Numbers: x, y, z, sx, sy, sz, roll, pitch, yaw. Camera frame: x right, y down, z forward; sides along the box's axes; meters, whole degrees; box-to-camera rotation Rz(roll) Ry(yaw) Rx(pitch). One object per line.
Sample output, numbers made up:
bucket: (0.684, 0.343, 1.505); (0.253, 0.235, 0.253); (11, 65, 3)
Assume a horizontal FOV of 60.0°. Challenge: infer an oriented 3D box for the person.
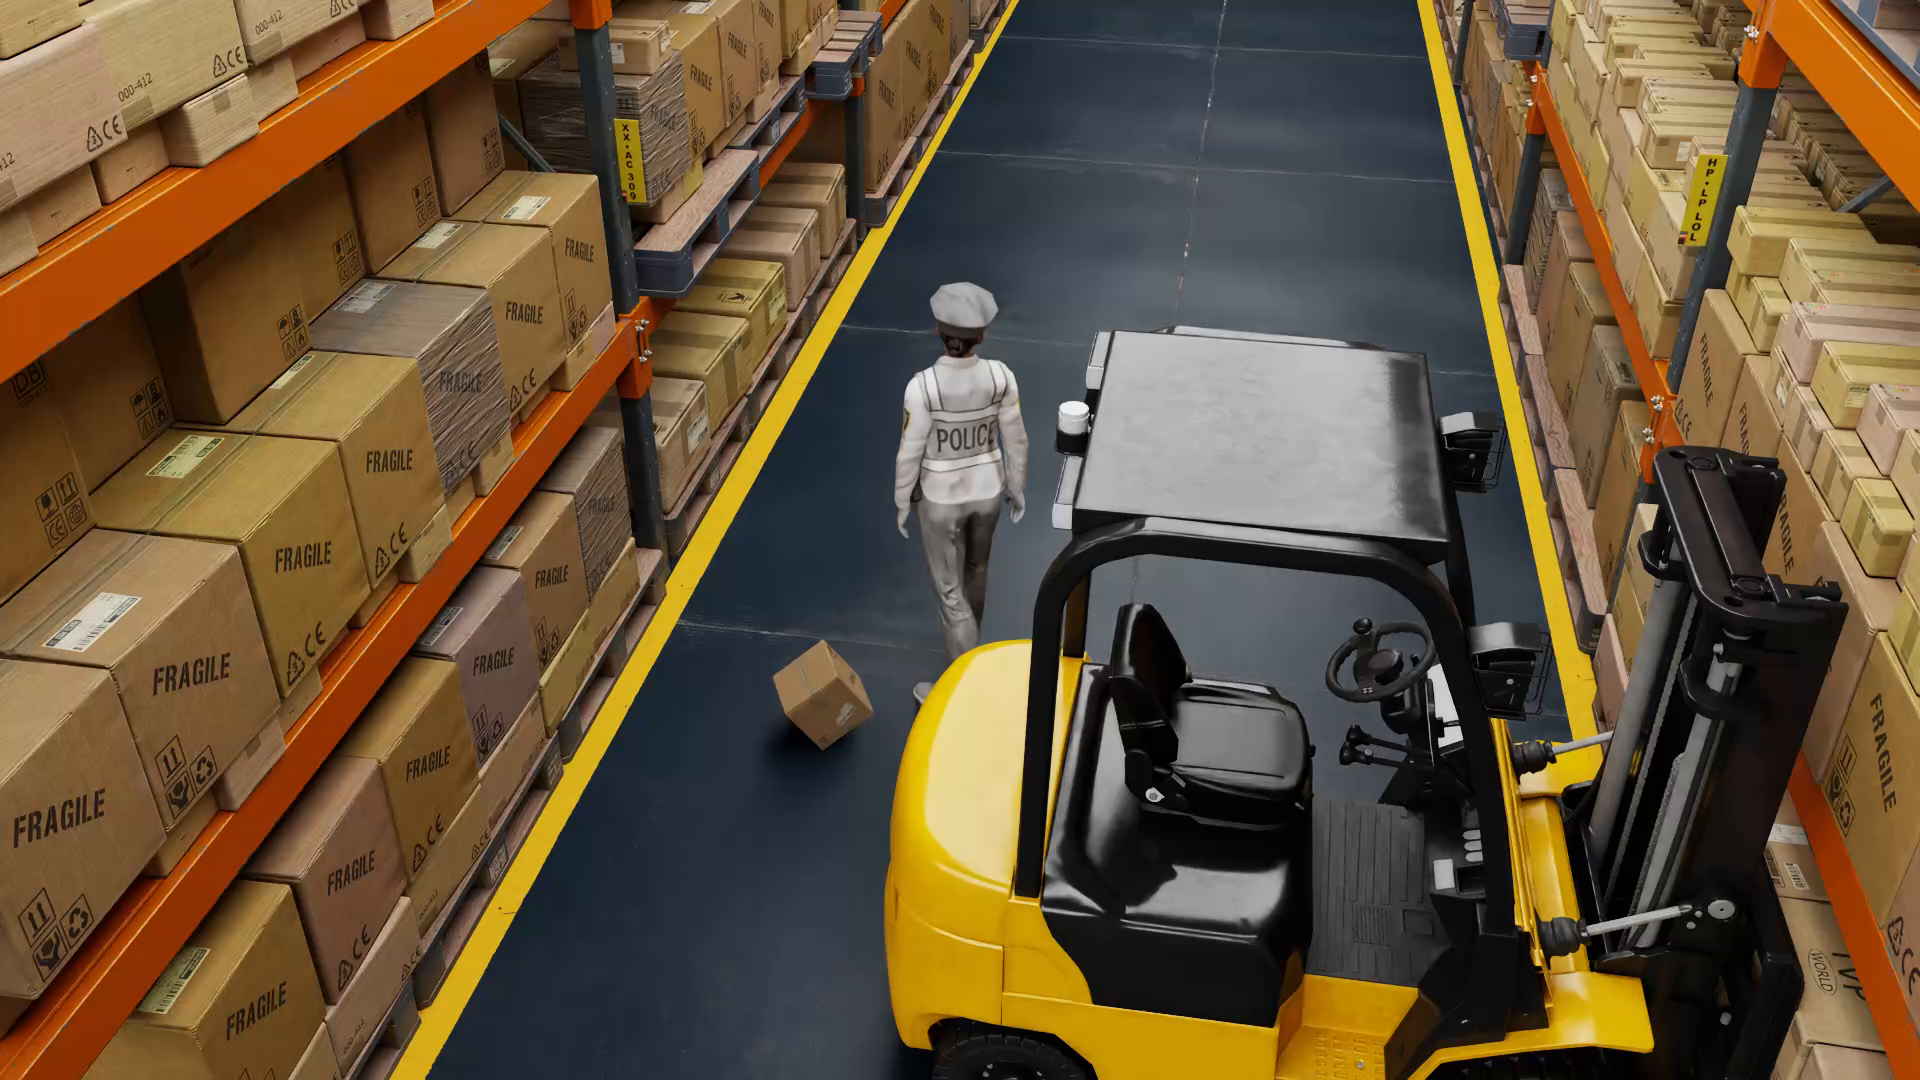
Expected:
person: (0.002, -0.163, 6.377); (0.529, 1.660, 0.598); (-15, 35, -22)
